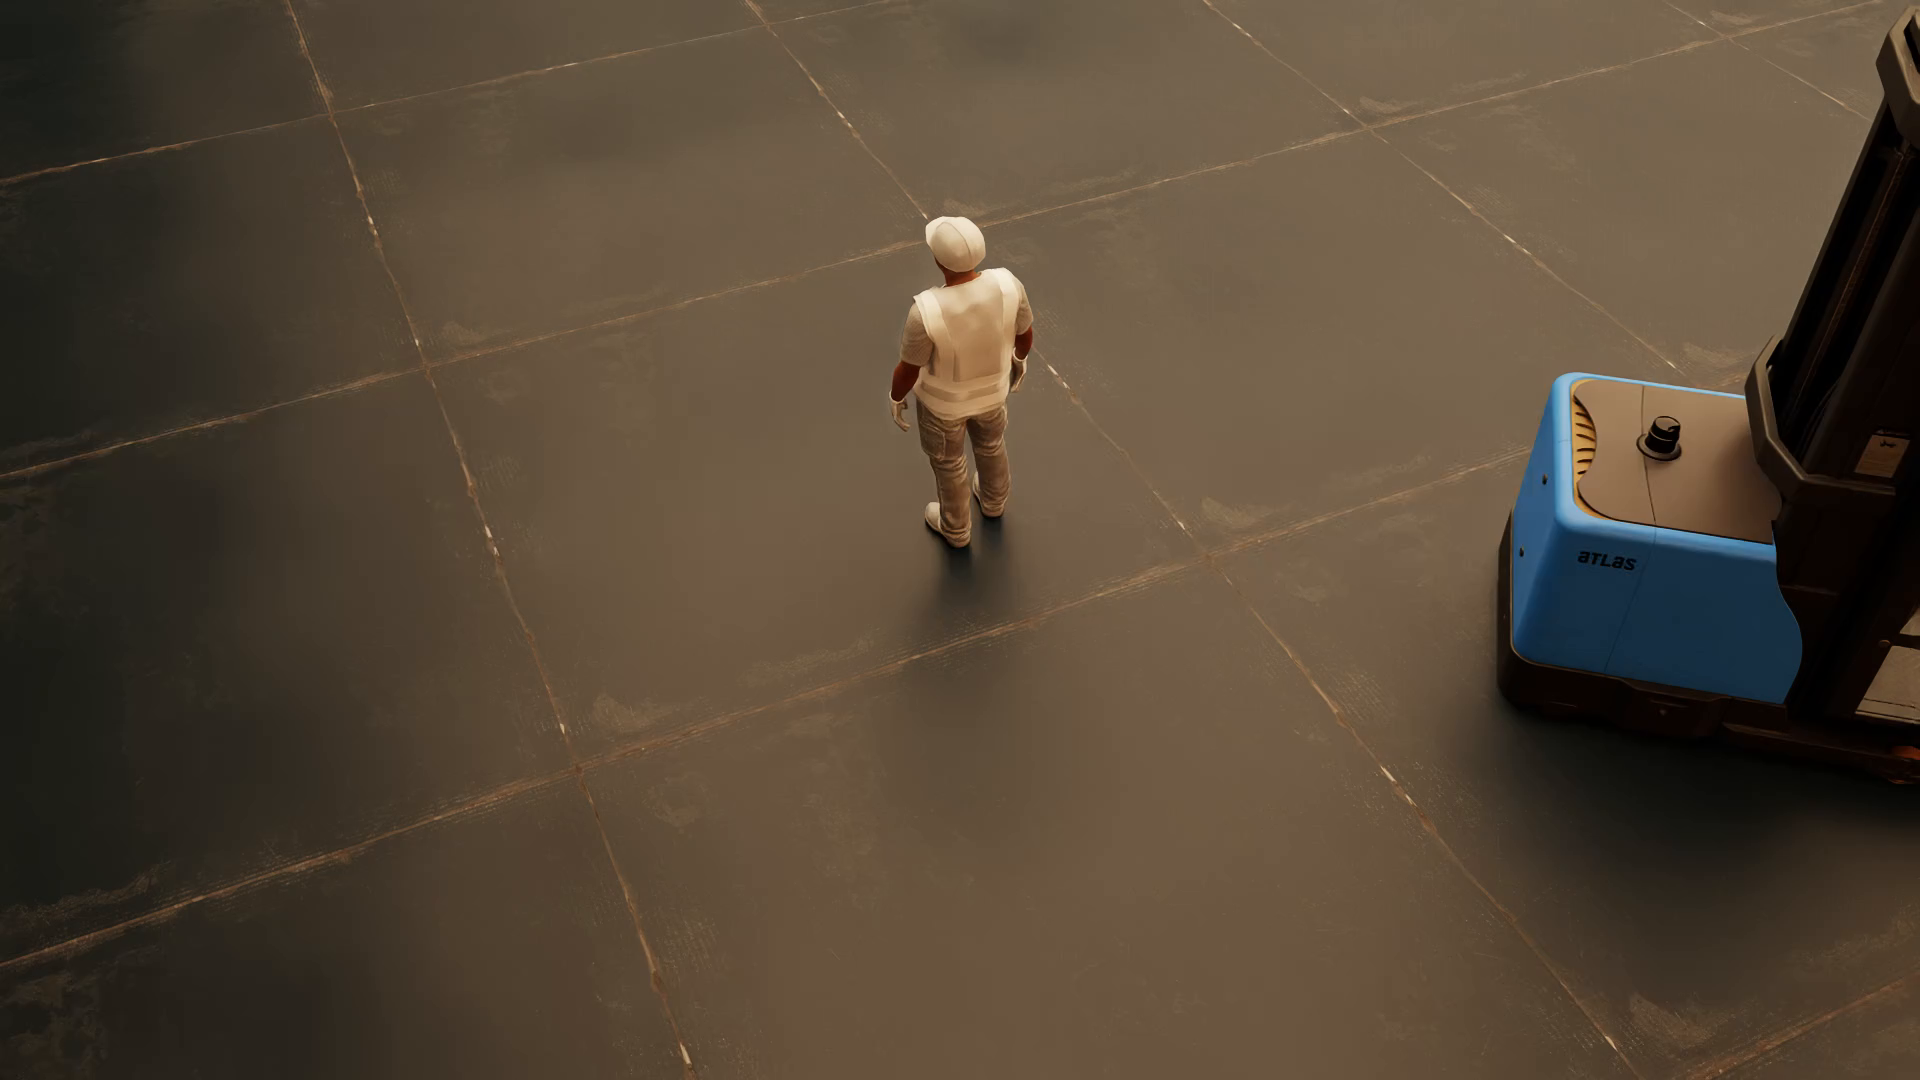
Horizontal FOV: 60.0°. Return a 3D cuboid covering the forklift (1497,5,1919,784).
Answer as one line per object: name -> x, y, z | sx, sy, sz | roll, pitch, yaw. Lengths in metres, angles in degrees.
forklift -> 3.859, -0.449, 6.162 | 3.031, 2.935, 1.130 | 10, 44, 10

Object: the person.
person -> -0.024, -0.704, 7.266 | 0.656, 1.784, 0.575 | -18, 46, -18
